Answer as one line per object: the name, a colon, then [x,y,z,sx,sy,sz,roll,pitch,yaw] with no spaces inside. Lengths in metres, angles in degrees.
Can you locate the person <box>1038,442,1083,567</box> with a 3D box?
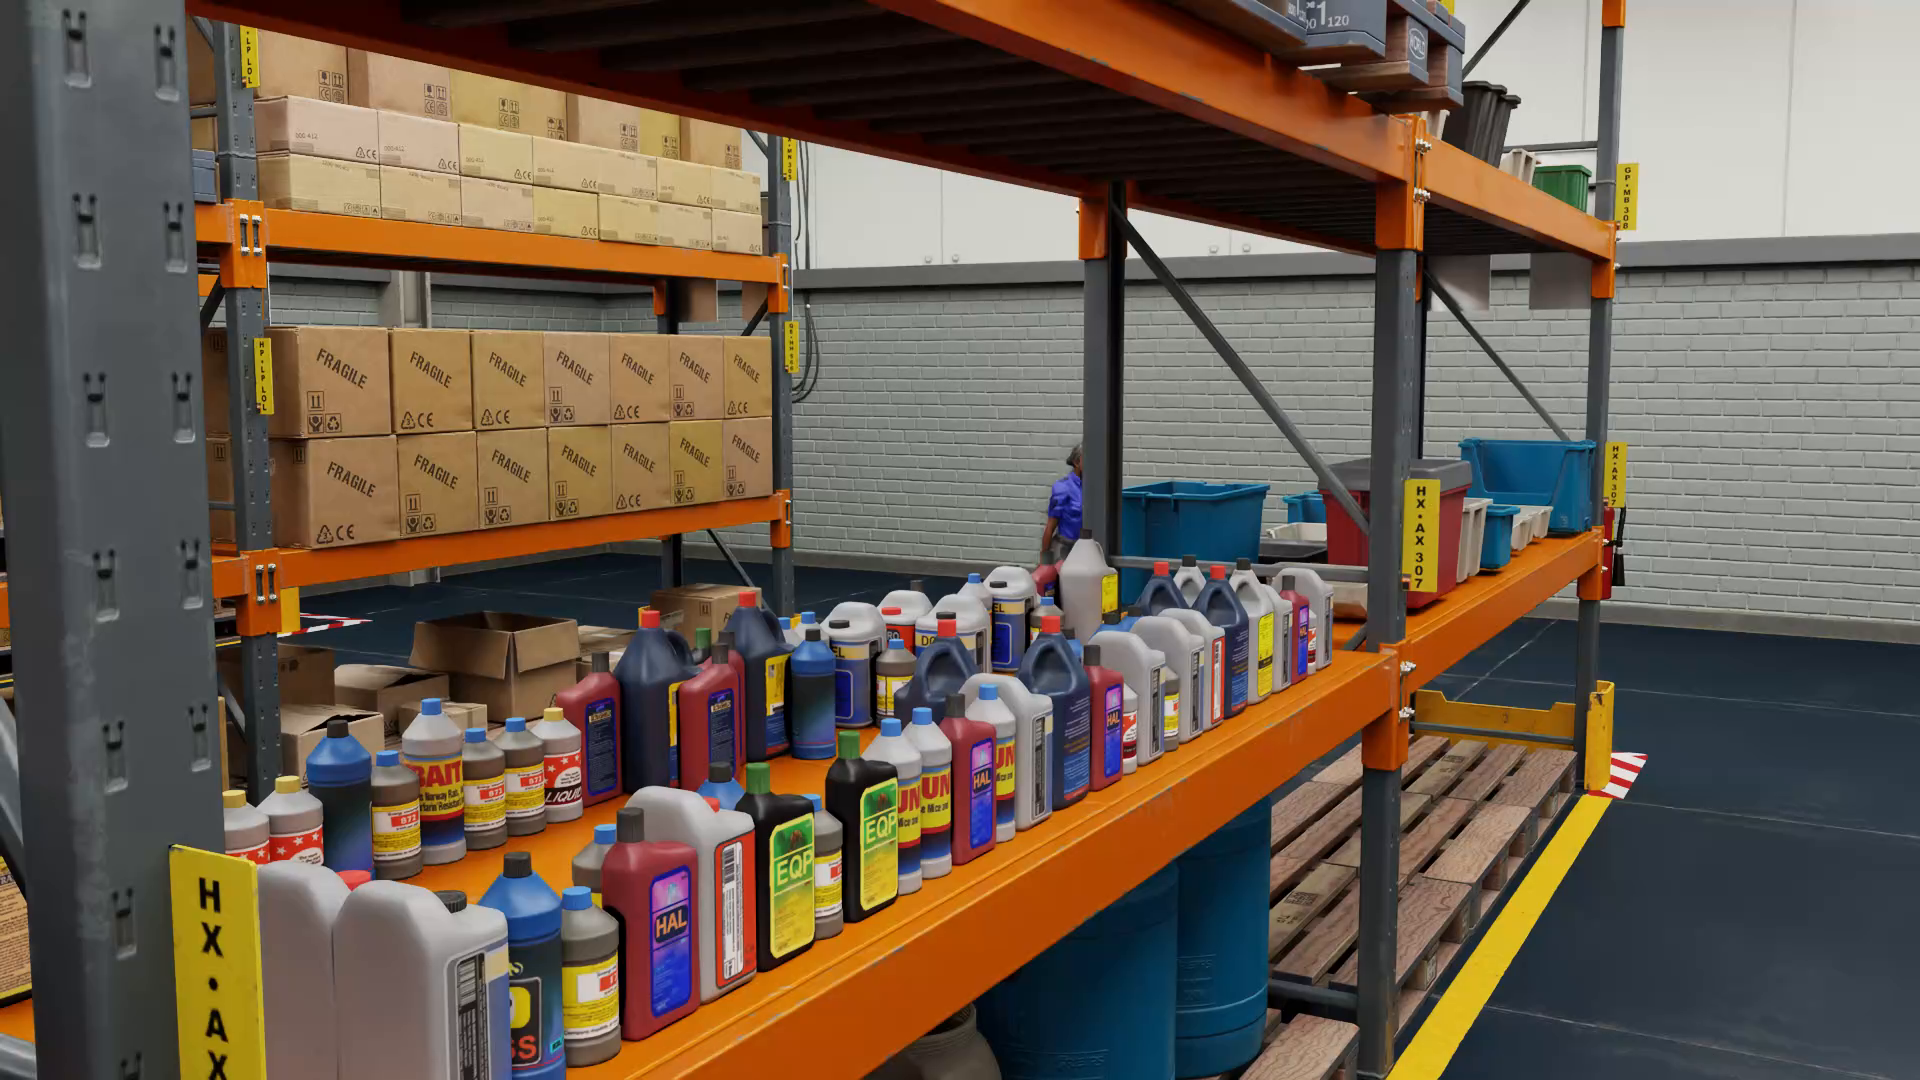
person: [0.795,0.105,11.561,1.065,1.584,0.465,6,8,44]
